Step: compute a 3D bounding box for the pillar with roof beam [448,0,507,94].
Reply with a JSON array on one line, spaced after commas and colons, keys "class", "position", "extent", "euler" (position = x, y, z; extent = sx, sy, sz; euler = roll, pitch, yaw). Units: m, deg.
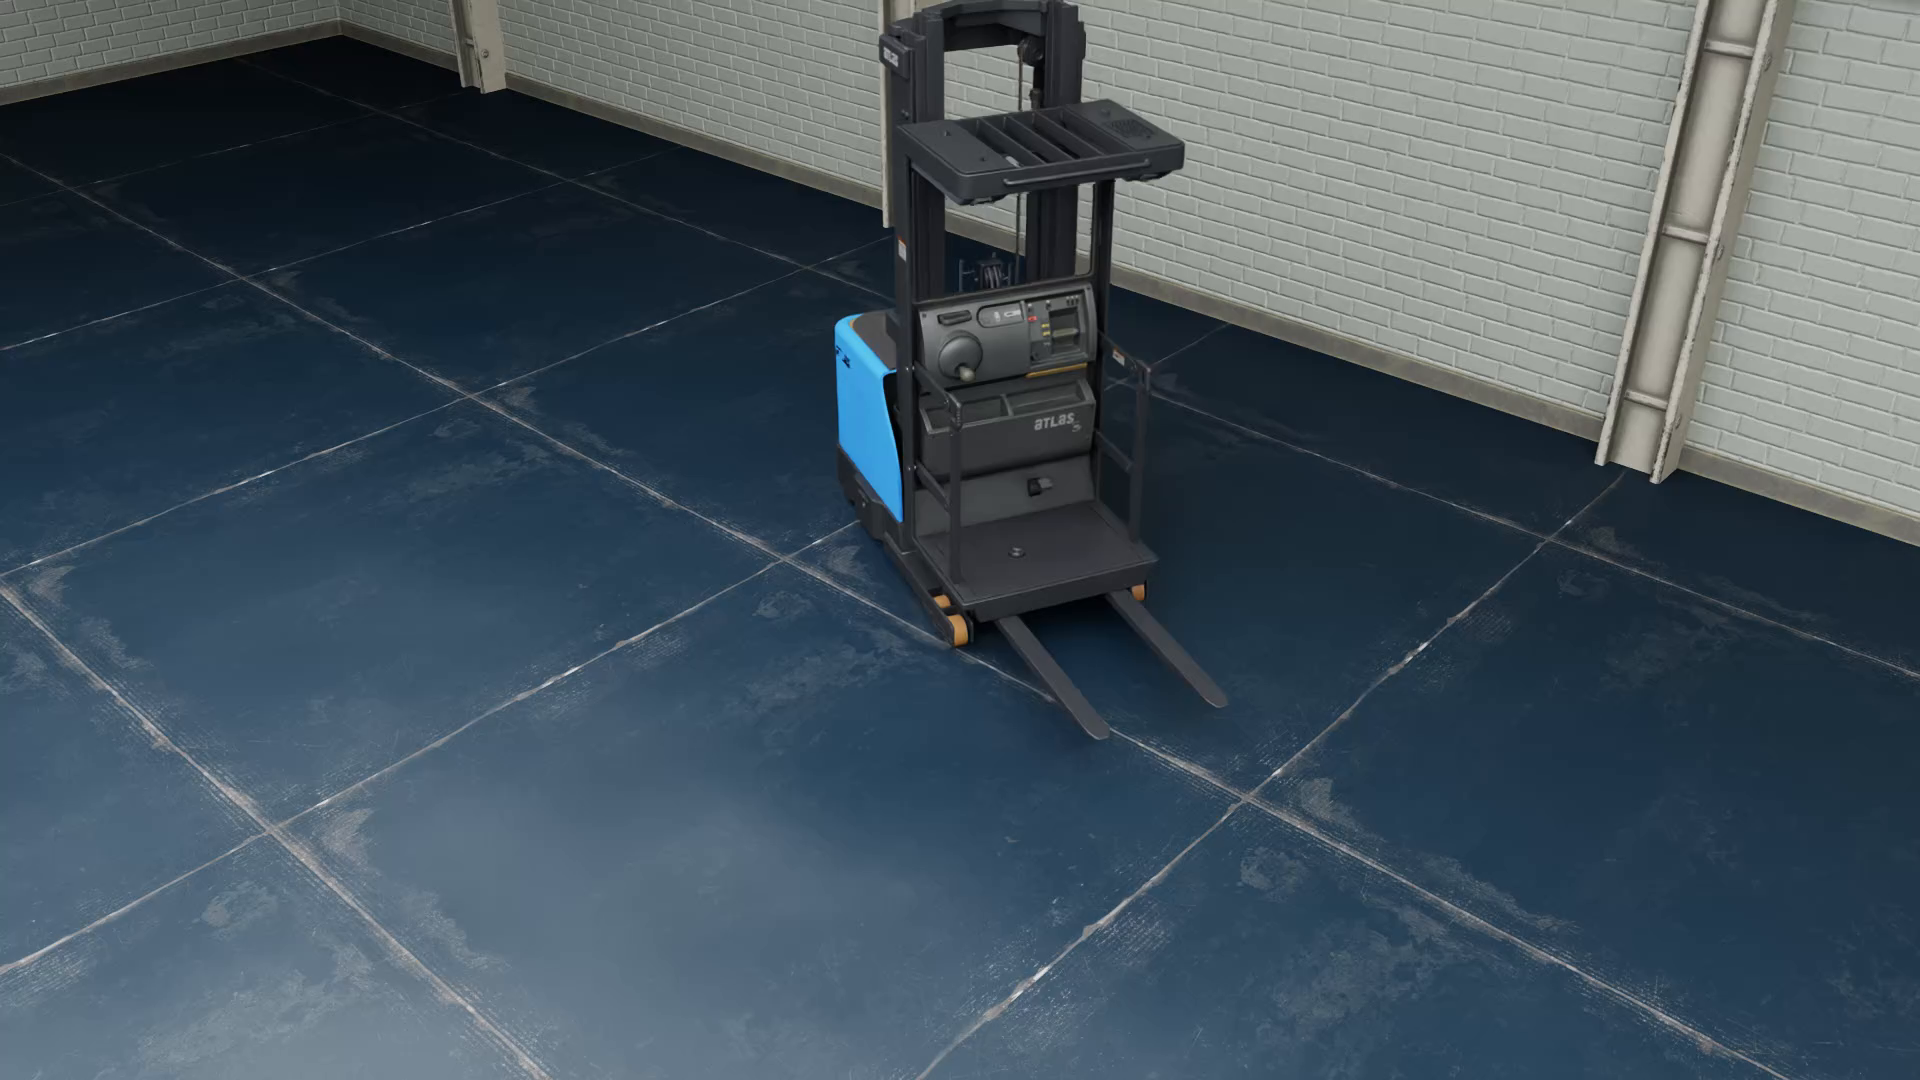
[{"class": "pillar with roof beam", "position": [-7.716, -6.818, 11.850], "extent": [0.400, 9.000, 9.100], "euler": [25, 39, 35]}]

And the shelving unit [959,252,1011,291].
[{"class": "shelving unit", "position": [0.143, -1.095, 9.906], "extent": [0.258, 1.200, 0.189], "euler": [-15, 34, -23]}]

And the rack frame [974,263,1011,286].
[{"class": "rack frame", "position": [0.185, -1.053, 9.836], "extent": [0.240, 1.200, 0.006], "euler": [-15, 34, -23]}]

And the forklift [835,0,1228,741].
[{"class": "forklift", "position": [0.328, -0.967, 8.014], "extent": [1.130, 2.935, 3.031], "euler": [-12, 33, -19]}]

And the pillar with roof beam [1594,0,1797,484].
[{"class": "pillar with roof beam", "position": [1.182, -2.664, 4.951], "extent": [0.400, 9.000, 9.100], "euler": [25, 39, 35]}]

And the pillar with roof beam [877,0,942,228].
[{"class": "pillar with roof beam", "position": [-3.267, -4.741, 8.400], "extent": [0.400, 9.000, 9.100], "euler": [25, 39, 35]}]

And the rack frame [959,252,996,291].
[{"class": "rack frame", "position": [0.100, -1.137, 9.975], "extent": [0.240, 1.200, 0.006], "euler": [-15, 34, -23]}]
